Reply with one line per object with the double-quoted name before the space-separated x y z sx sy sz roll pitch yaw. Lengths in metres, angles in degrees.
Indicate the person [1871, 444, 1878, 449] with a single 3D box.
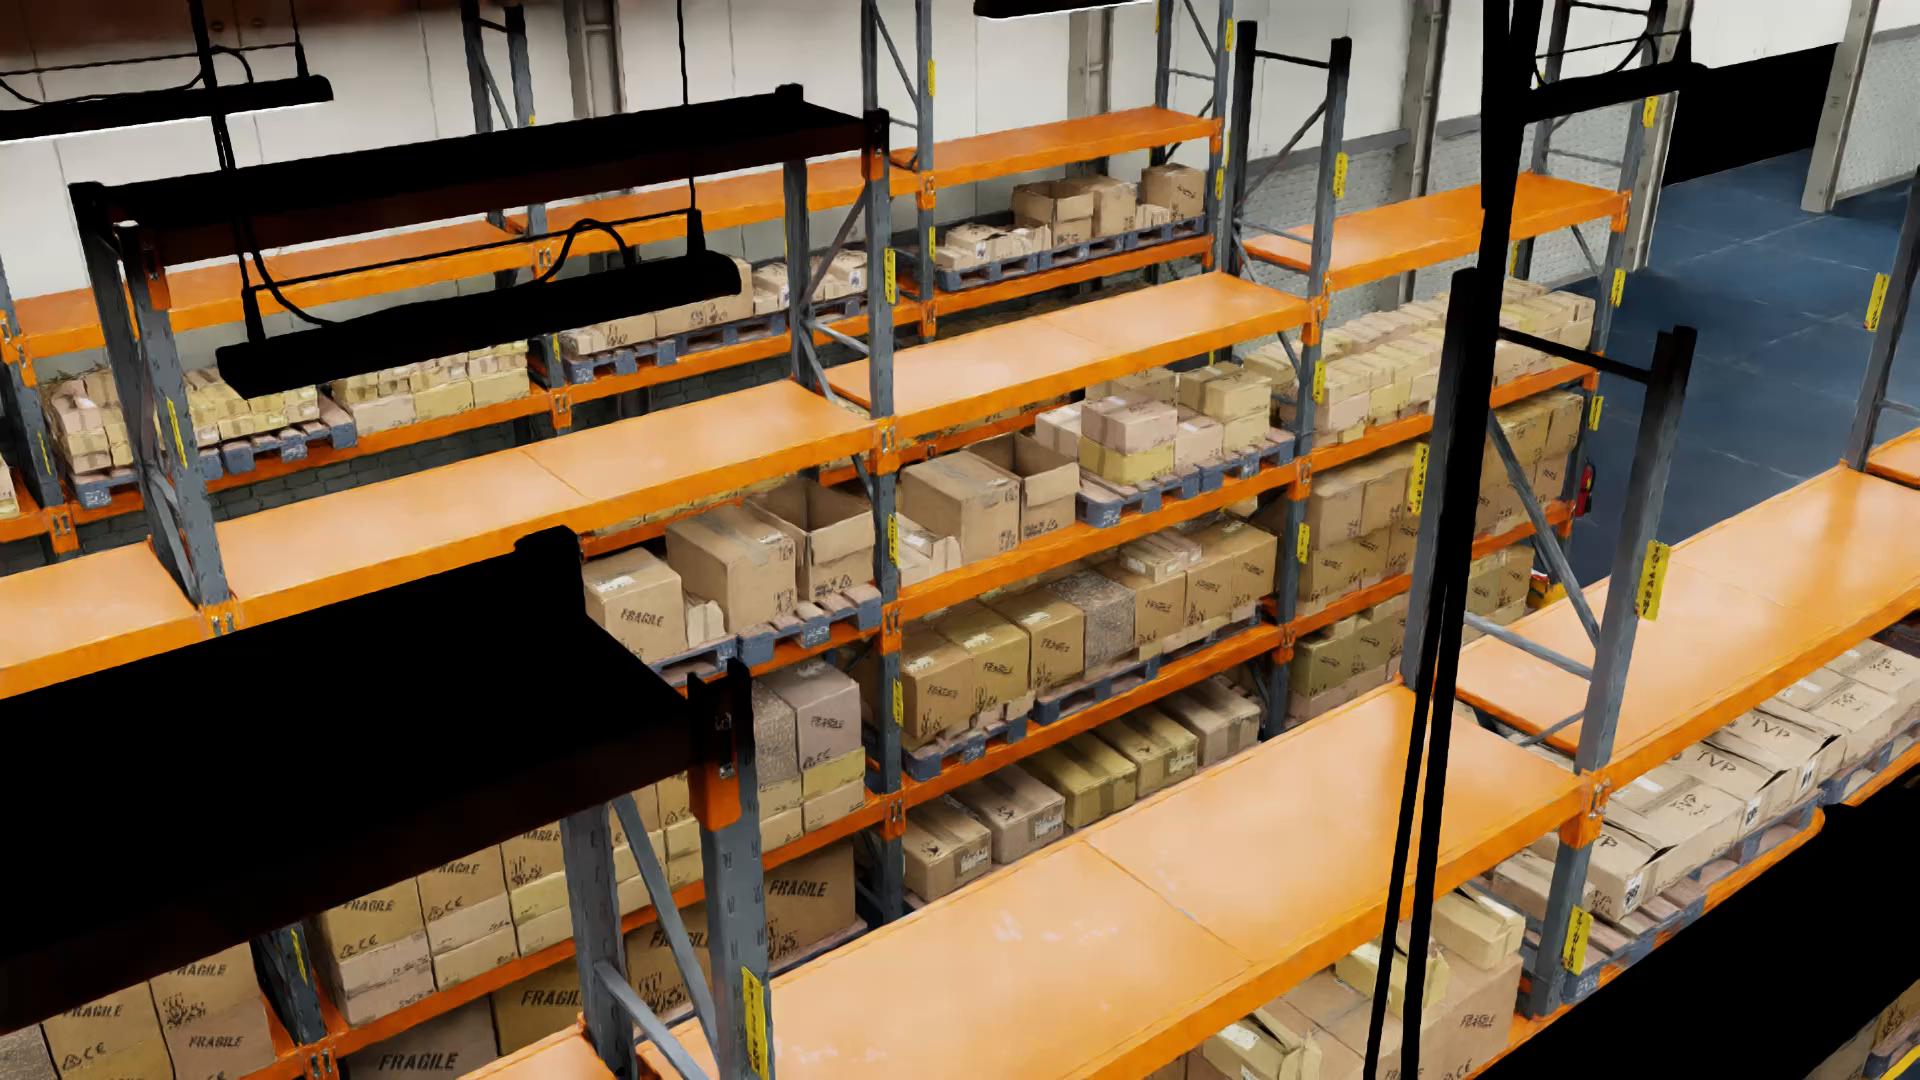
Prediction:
"person" 8.849 -0.142 16.570 0.526 1.629 0.592 -20 32 -35
